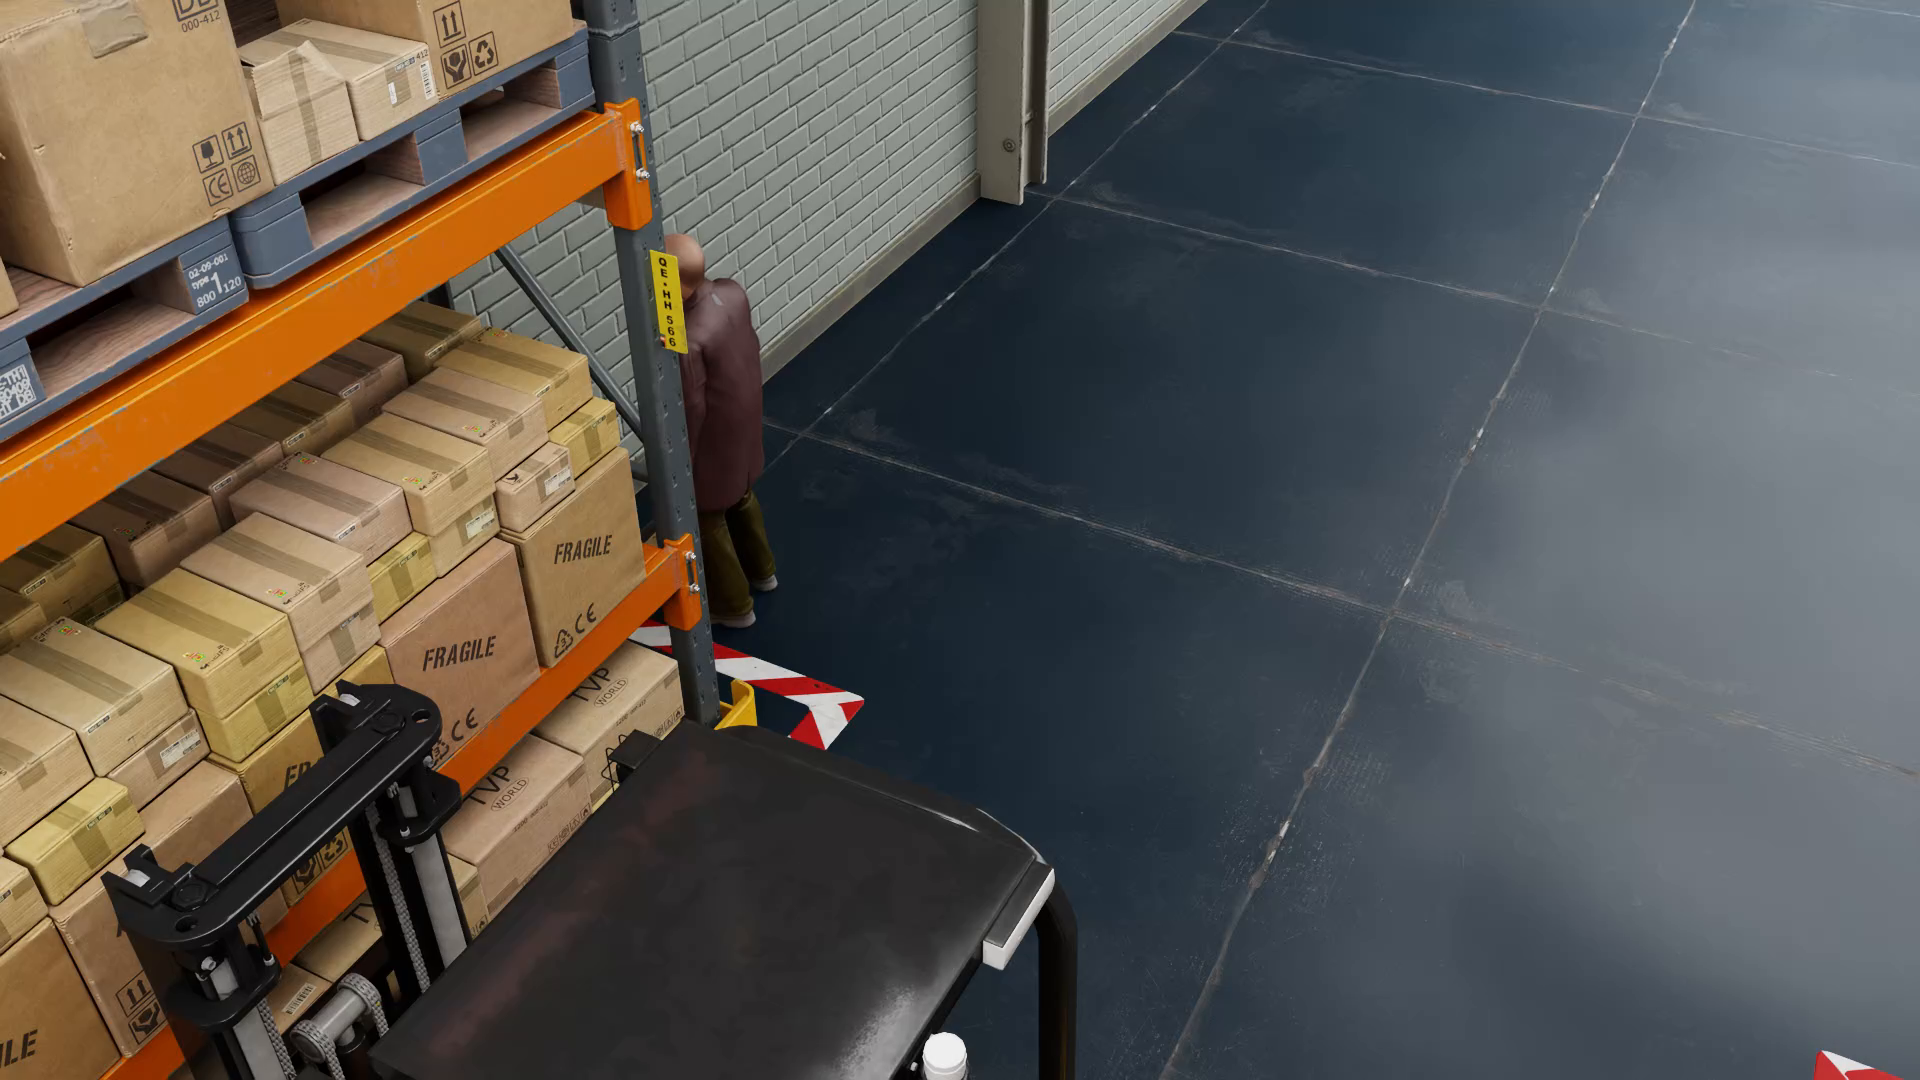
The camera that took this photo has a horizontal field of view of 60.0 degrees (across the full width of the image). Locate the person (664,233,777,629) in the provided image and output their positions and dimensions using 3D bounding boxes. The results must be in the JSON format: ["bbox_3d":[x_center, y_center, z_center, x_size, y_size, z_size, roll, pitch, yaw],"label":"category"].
[{"bbox_3d":[-1.004,-0.380,6.761,0.424,1.650,0.642,13,39,16],"label":"person"}]
